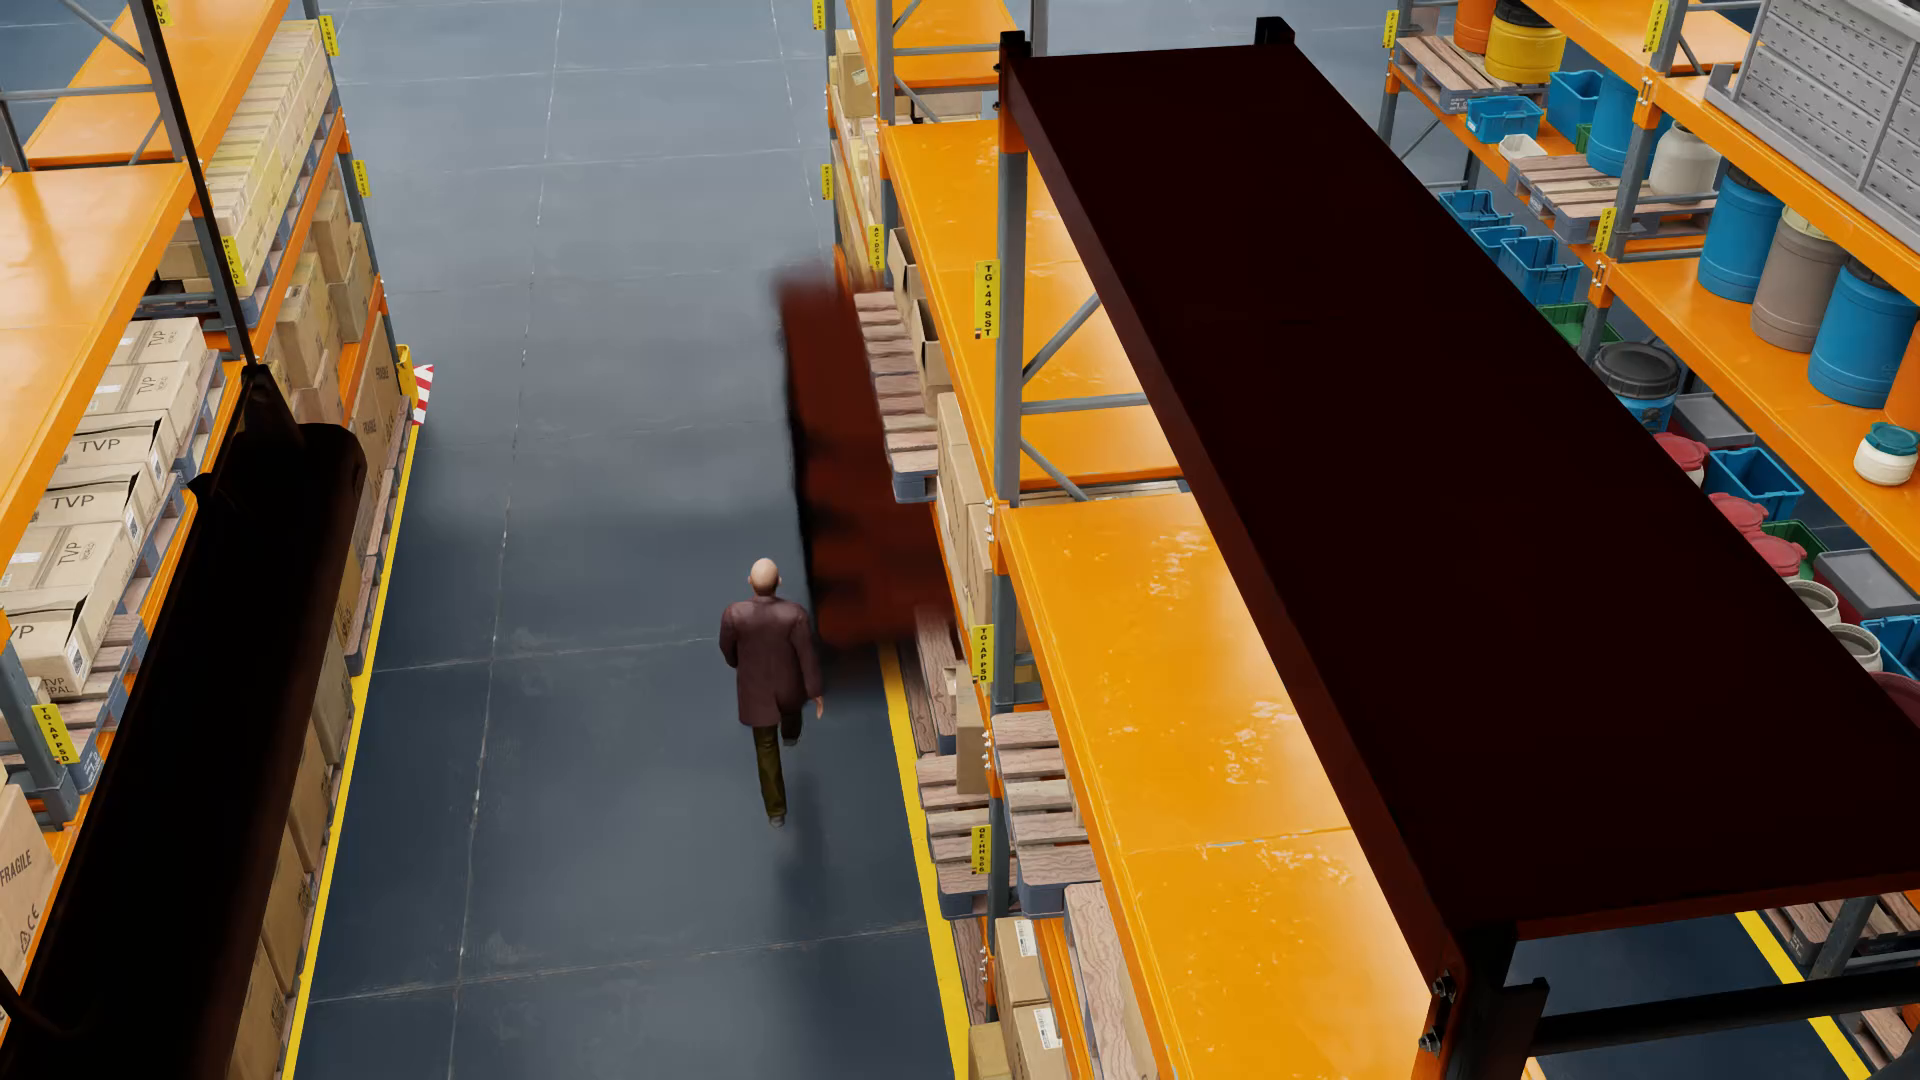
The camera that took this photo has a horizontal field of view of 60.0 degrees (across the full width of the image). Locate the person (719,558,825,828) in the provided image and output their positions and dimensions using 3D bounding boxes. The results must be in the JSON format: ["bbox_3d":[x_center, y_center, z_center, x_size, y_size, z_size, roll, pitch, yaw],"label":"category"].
[{"bbox_3d":[-1.182,0.810,10.349,0.591,1.726,1.080,-8,37,-11],"label":"person"}]
